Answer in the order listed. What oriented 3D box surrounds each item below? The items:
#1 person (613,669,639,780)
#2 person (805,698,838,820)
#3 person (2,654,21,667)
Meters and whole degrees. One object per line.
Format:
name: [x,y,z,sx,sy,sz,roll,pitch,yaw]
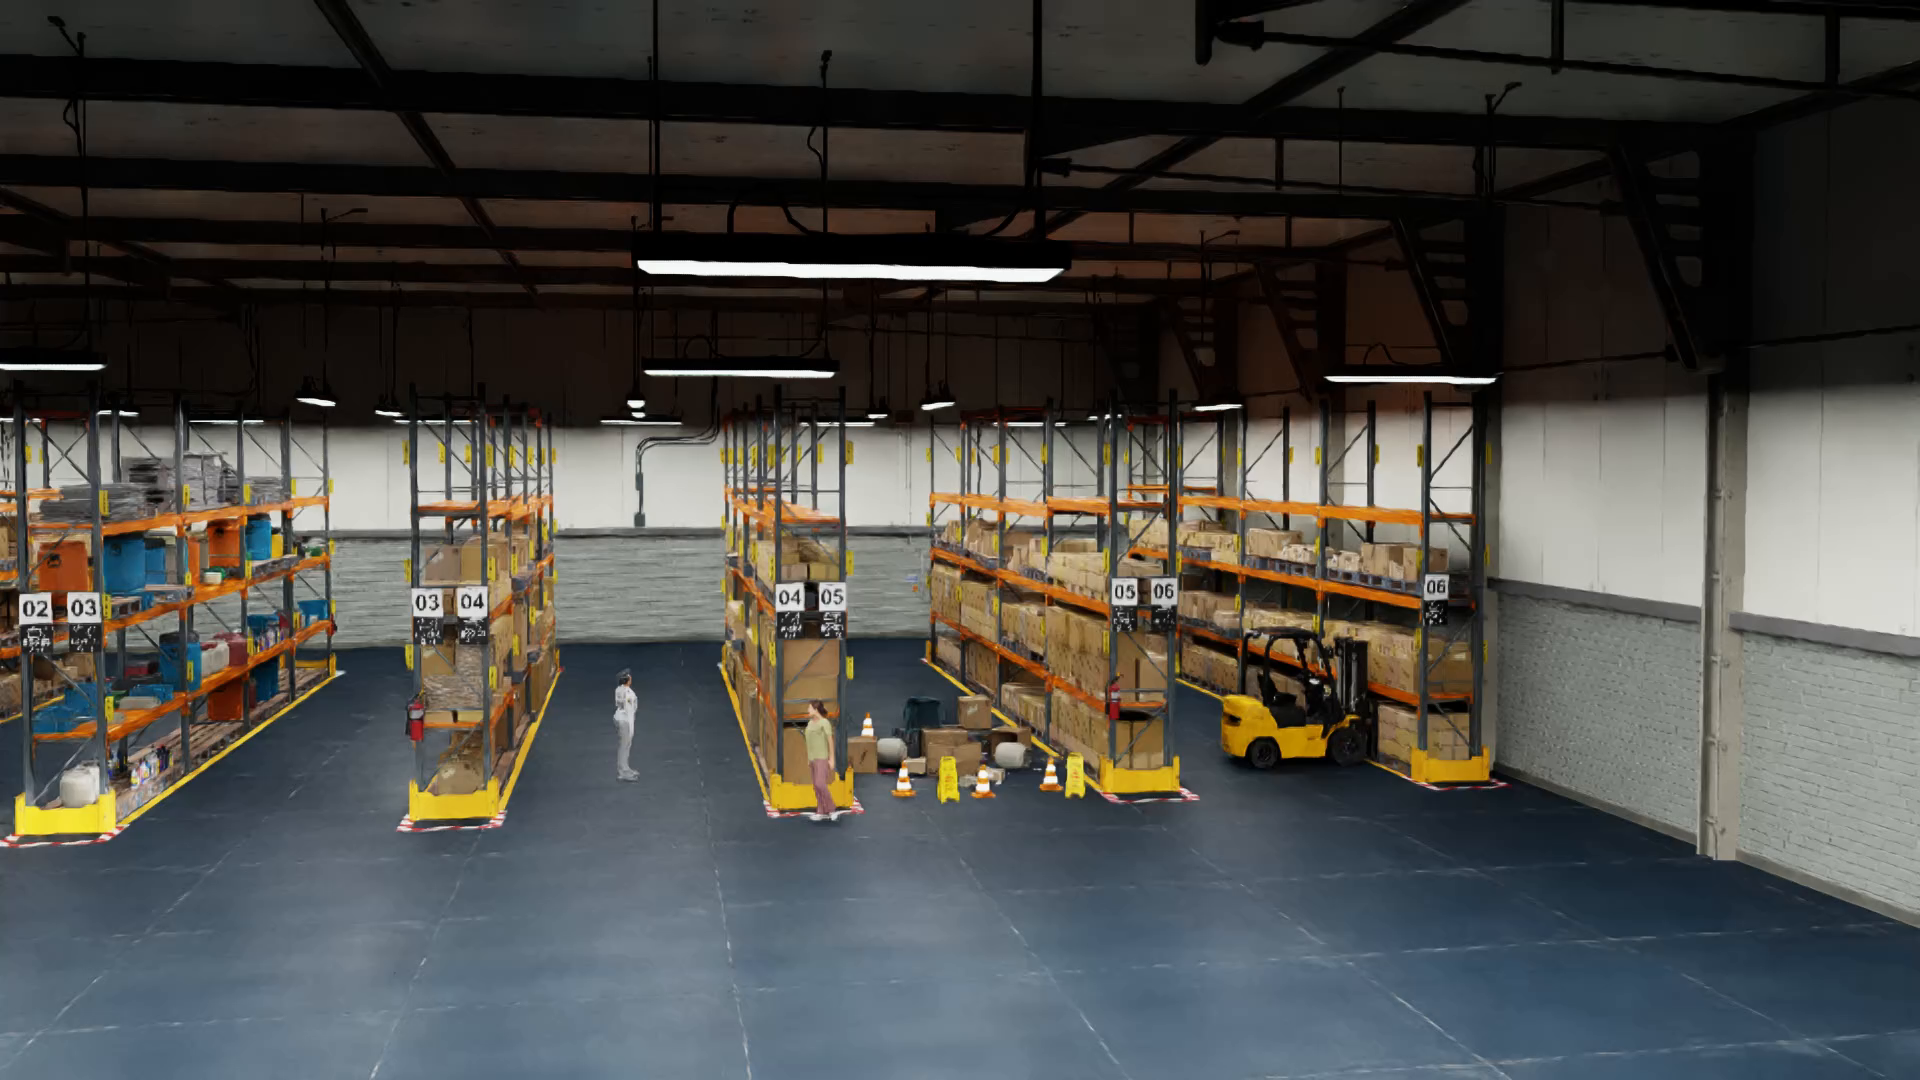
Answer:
person: [-5.157,2.845,25.767,0.404,1.681,0.531,-2,3,-34]
person: [-1.893,3.004,22.772,0.375,1.666,0.571,-3,4,-42]
person: [-21.610,2.223,37.894,0.702,1.735,0.540,-1,3,-12]
